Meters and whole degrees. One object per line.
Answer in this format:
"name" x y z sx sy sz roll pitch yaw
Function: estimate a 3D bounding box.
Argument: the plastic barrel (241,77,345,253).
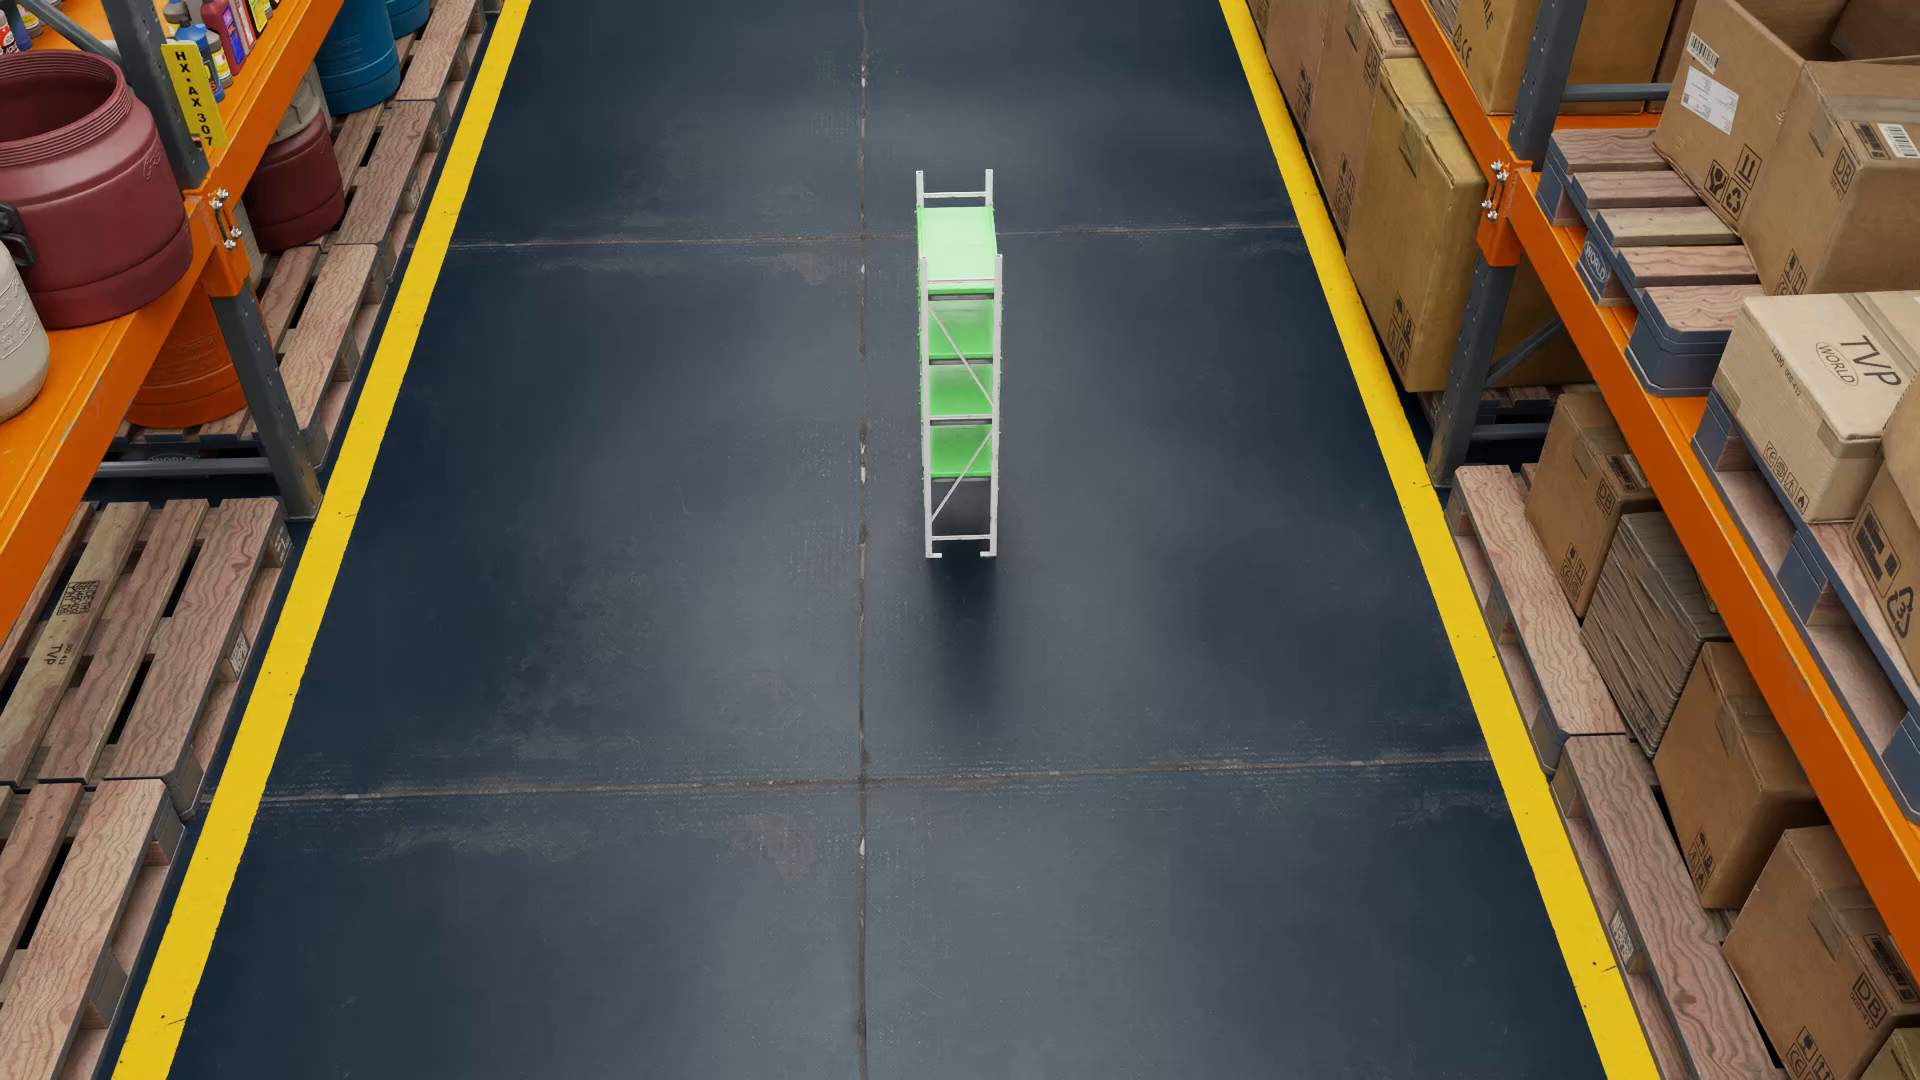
"plastic barrel" -2.844 -1.557 6.702 0.600 0.588 0.708 -2 43 -2

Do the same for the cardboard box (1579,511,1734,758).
"cardboard box" 2.275 0.244 4.788 0.700 0.500 0.500 -5 43 -5

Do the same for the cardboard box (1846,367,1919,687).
"cardboard box" 2.195 -0.001 3.144 0.797 0.503 0.637 2 43 3

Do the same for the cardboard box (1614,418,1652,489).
"cardboard box" 2.249 -0.407 4.943 0.500 0.250 0.500 0 43 0

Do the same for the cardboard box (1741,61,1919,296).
"cardboard box" 2.377 -0.795 4.013 0.700 0.500 0.500 4 43 5

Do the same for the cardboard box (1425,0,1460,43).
"cardboard box" 1.907 -2.040 5.682 0.500 0.500 0.500 -2 43 -2

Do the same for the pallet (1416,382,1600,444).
"pallet" 2.232 -0.847 6.518 1.003 0.211 1.213 -2 43 -2

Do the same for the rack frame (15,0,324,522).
"rack frame" -2.758 -1.199 4.838 1.000 3.000 0.127 -2 43 -2

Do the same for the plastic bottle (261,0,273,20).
"plastic bottle" -2.456 -1.908 5.759 0.097 0.201 0.097 0 43 0

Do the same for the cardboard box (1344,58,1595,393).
"cardboard box" 2.182 -1.179 6.078 1.225 0.875 0.875 -3 43 -4

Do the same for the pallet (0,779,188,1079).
"pallet" -2.715 1.175 4.312 1.003 0.211 1.213 -2 43 -2

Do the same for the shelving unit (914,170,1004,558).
"shelving unit" -0.007 -0.554 5.466 0.258 1.200 0.503 -2 43 -2

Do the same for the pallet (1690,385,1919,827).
"pallet" 2.316 0.065 3.601 1.003 0.211 1.213 -2 43 -2

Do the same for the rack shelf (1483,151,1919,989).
"rack shelf" 2.276 0.275 3.763 1.077 0.370 4.000 -2 43 -2

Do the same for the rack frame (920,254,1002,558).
"rack frame" 0.003 -0.389 5.287 0.240 1.200 0.015 -2 43 -2

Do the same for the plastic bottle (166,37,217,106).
"plastic bottle" -2.453 -1.454 5.209 0.152 0.276 0.135 -2 43 -2

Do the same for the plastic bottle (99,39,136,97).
"plastic bottle" -2.605 -1.450 5.204 0.152 0.276 0.135 -2 43 -2

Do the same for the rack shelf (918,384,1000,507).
"rack shelf" -0.007 -0.330 5.672 0.258 0.148 0.480 -2 43 -2

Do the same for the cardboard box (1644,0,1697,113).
"cardboard box" 2.442 -1.714 5.326 0.500 0.500 0.500 0 43 -1

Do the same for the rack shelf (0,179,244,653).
"rack shelf" -2.673 0.417 3.608 1.077 0.370 4.000 -2 43 -2

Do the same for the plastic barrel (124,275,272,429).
"plastic barrel" -2.796 -0.883 5.789 0.600 0.830 0.708 -2 43 -2

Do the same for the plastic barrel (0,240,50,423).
"plastic barrel" -2.501 -0.552 4.049 0.421 0.512 0.421 0 43 0

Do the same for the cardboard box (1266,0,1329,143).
"cardboard box" 2.107 -2.378 7.386 1.225 0.875 0.875 -3 43 -3

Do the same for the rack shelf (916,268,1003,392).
"rack shelf" -0.007 -0.684 5.348 0.258 0.148 0.480 -2 43 -2

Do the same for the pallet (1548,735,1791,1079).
"pallet" 2.271 1.036 4.463 1.003 0.211 1.213 -2 43 -2

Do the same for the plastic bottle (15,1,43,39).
"plastic bottle" -3.210 -1.818 5.660 0.097 0.201 0.097 0 43 0

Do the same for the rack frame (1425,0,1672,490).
"rack frame" 2.191 -1.341 4.993 1.000 3.000 0.127 -2 43 -2

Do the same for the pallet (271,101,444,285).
"pallet" -2.882 -1.523 7.256 1.003 0.211 1.213 -2 43 -2

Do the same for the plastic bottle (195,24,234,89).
"plastic bottle" -2.435 -1.572 5.392 0.097 0.201 0.097 0 43 0

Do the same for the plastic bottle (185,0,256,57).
"plastic bottle" -2.473 -1.767 5.549 0.152 0.276 0.135 -2 43 -2

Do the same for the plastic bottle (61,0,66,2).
"plastic bottle" -3.223 -2.015 5.875 0.097 0.201 0.097 0 43 0

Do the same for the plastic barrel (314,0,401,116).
"plastic barrel" -2.892 -2.435 7.428 0.600 0.901 0.708 -2 43 -2

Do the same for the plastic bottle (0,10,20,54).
"plastic bottle" -3.202 -1.686 5.517 0.097 0.201 0.097 0 43 0

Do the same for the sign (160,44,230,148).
"sign" -2.209 -1.279 4.805 0.100 0.325 0.005 -2 43 -2

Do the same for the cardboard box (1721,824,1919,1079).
"cardboard box" 2.330 1.004 3.960 0.700 0.500 0.500 -5 43 -5
